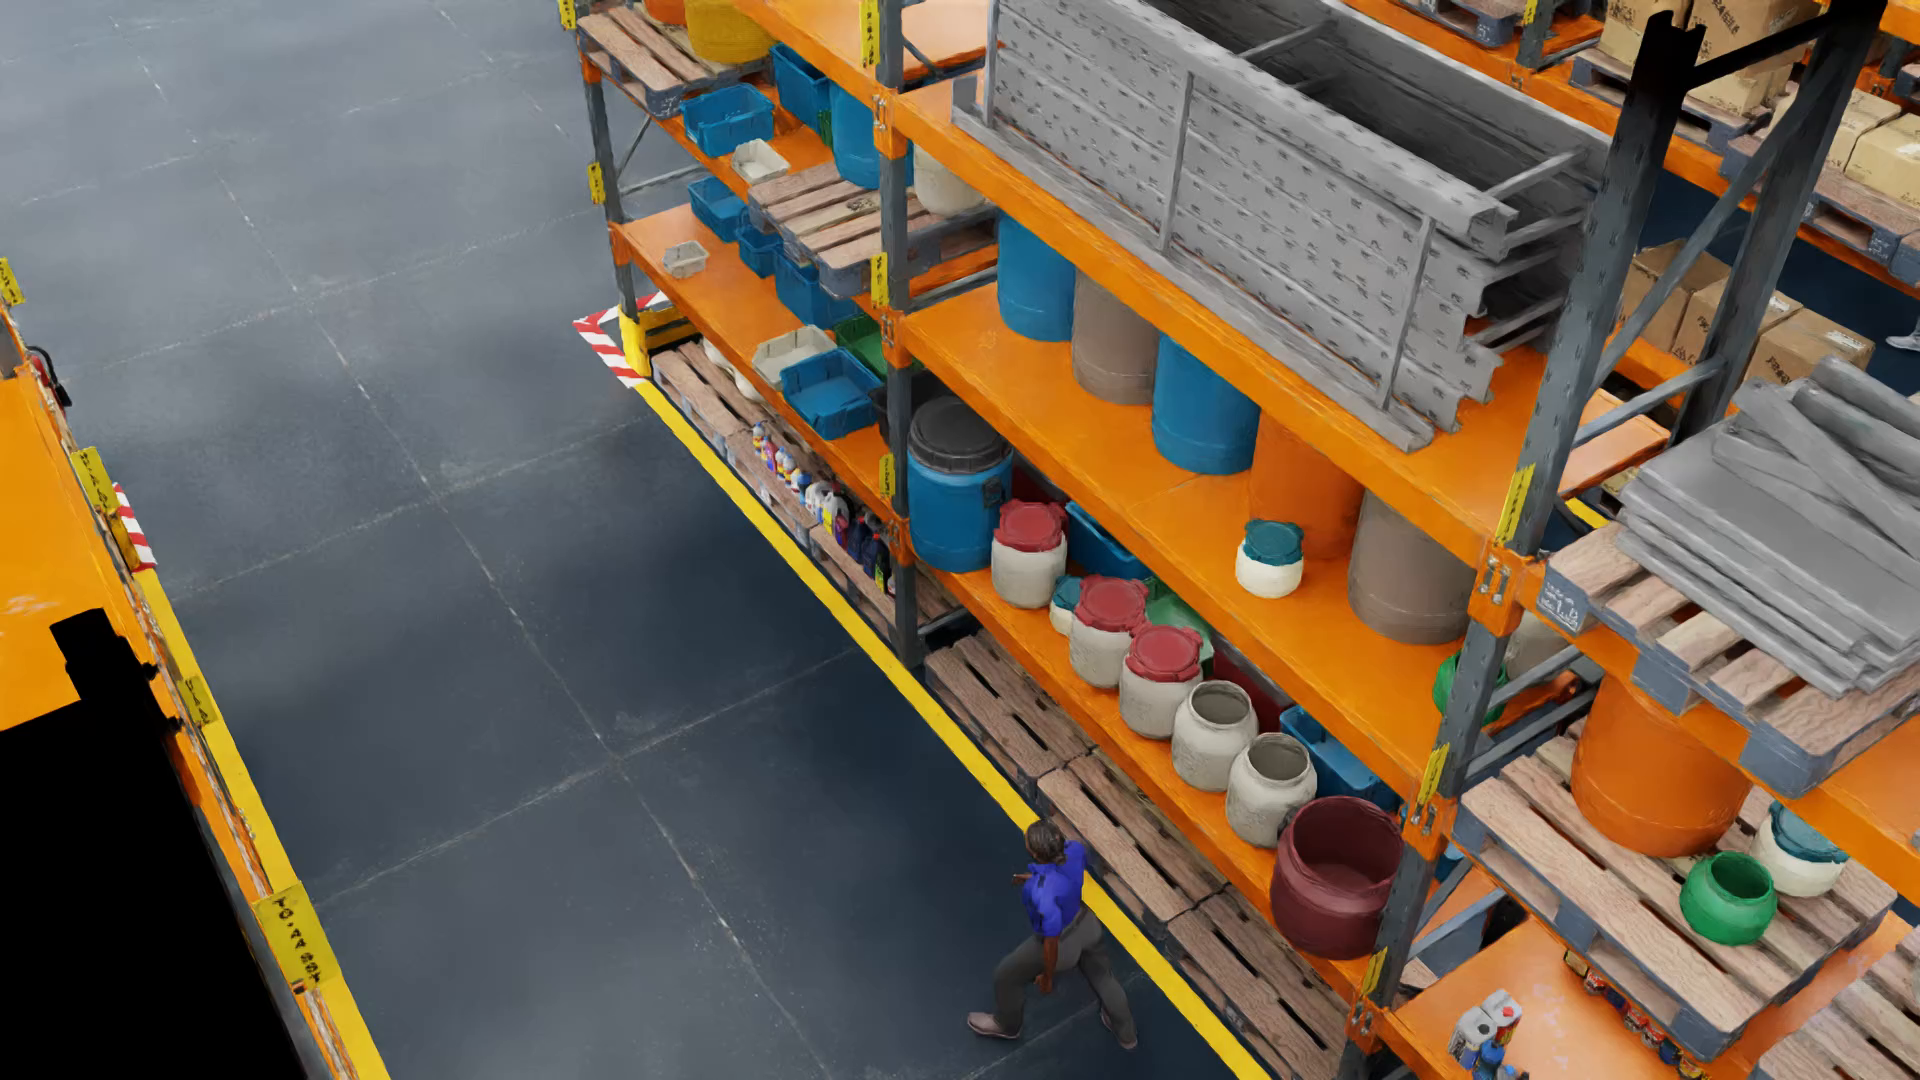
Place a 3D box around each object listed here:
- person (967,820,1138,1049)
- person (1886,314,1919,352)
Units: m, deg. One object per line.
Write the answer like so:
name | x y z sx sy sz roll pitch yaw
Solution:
person | 0.511 2.024 8.376 0.828 1.588 0.621 29 50 28
person | 7.962 -2.154 12.903 0.807 1.610 0.639 29 50 28
